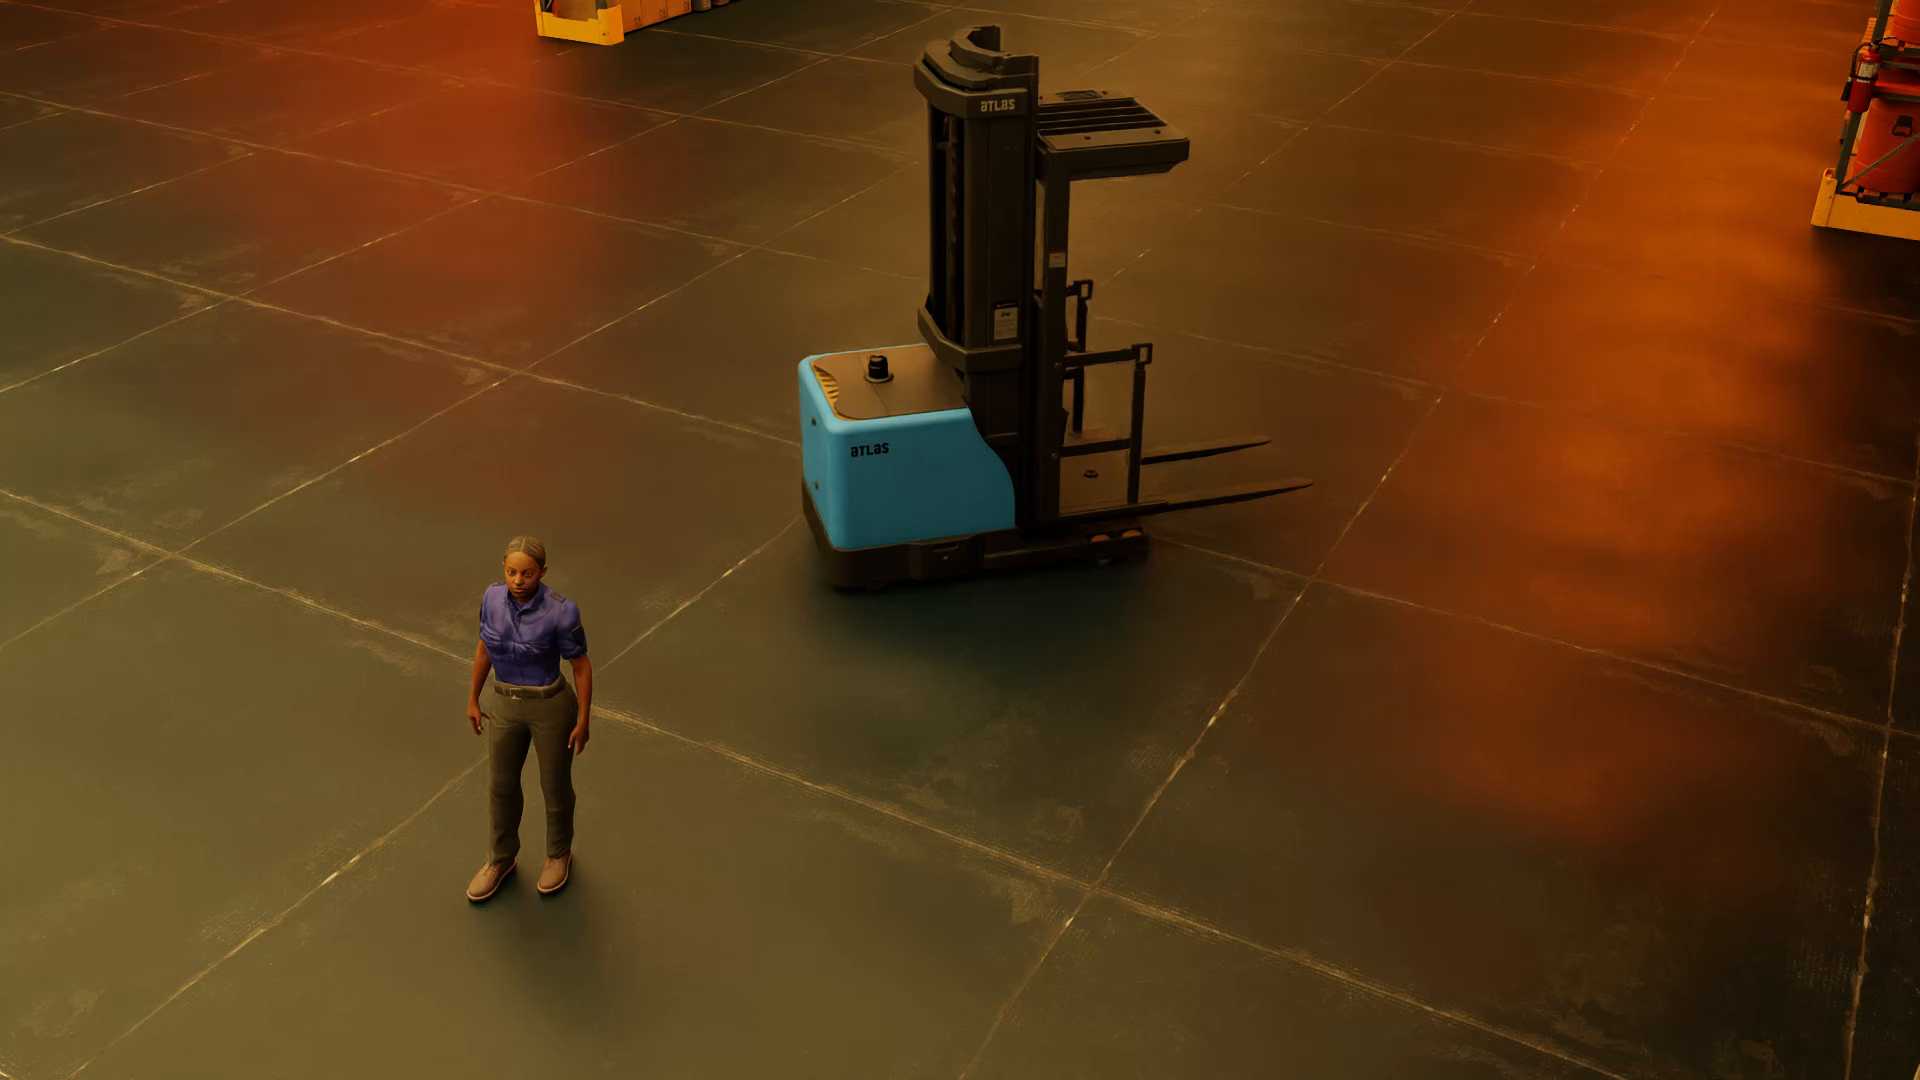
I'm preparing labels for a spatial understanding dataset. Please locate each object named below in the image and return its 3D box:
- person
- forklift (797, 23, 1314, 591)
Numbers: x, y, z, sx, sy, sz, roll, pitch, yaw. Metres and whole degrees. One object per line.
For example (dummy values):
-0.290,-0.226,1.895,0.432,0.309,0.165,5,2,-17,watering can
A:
-1.843,0.773,7.008,0.569,1.640,0.504,6,31,10,person
0.614,-1.380,9.462,3.031,2.935,1.130,-8,31,-13,forklift
